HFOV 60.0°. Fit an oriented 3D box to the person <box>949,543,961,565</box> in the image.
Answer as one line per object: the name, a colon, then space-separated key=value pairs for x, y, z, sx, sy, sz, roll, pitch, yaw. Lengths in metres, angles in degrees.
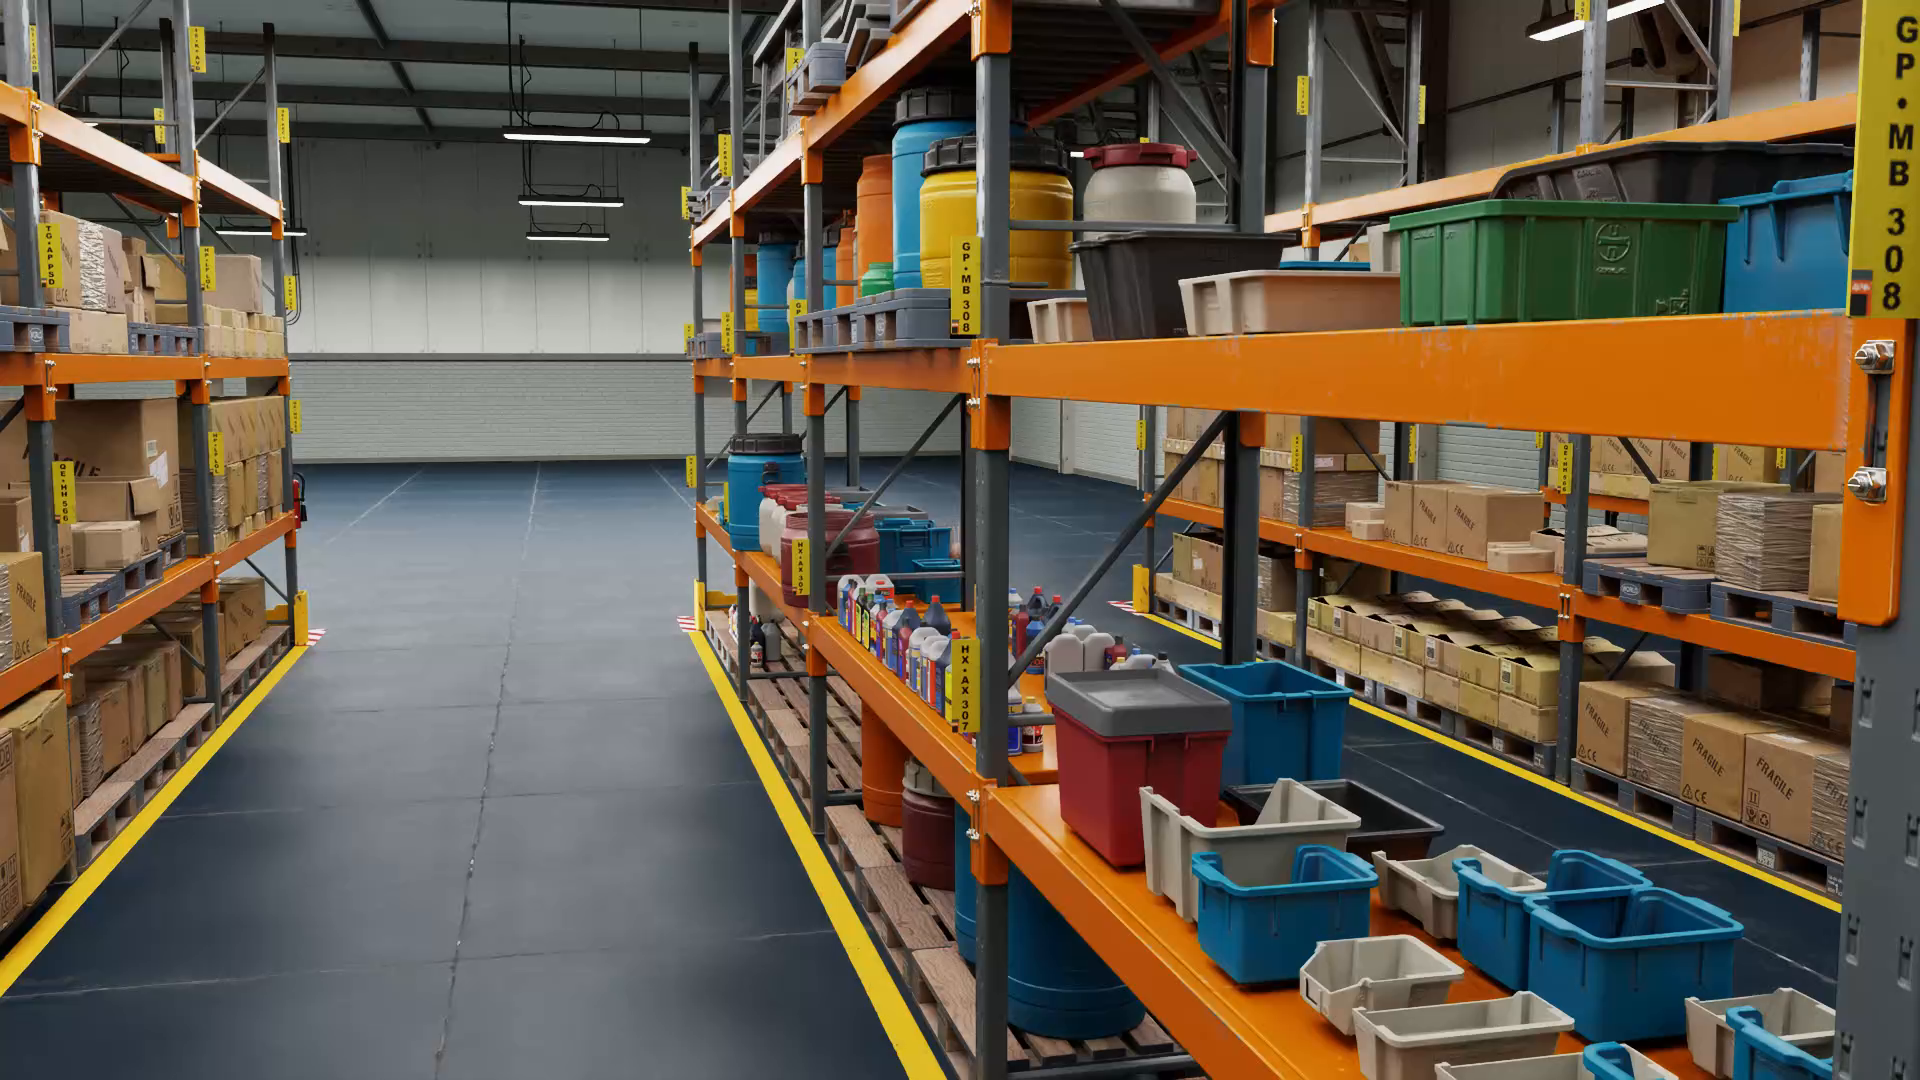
person: x=-0.134 y=0.505 z=16.666 sx=0.583 sy=1.006 sz=0.921 roll=-2 pitch=6 yaw=-15
